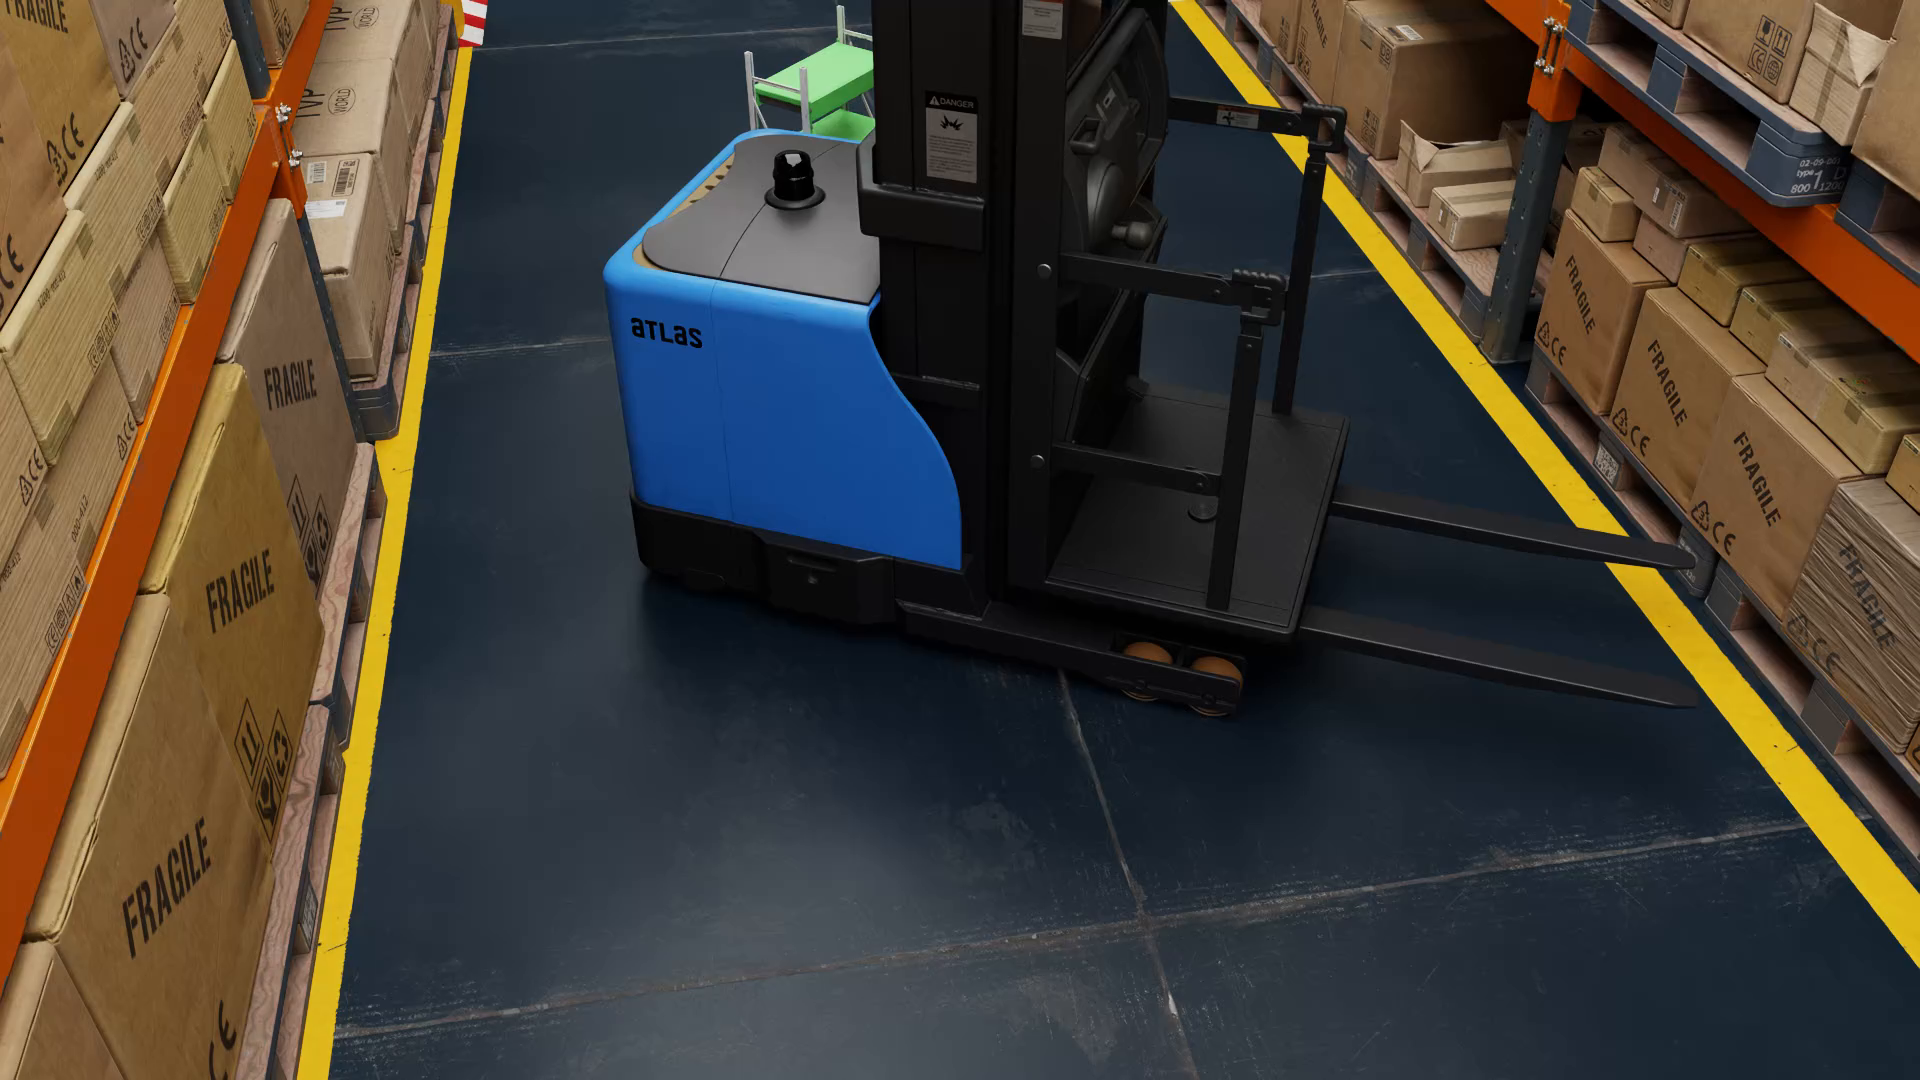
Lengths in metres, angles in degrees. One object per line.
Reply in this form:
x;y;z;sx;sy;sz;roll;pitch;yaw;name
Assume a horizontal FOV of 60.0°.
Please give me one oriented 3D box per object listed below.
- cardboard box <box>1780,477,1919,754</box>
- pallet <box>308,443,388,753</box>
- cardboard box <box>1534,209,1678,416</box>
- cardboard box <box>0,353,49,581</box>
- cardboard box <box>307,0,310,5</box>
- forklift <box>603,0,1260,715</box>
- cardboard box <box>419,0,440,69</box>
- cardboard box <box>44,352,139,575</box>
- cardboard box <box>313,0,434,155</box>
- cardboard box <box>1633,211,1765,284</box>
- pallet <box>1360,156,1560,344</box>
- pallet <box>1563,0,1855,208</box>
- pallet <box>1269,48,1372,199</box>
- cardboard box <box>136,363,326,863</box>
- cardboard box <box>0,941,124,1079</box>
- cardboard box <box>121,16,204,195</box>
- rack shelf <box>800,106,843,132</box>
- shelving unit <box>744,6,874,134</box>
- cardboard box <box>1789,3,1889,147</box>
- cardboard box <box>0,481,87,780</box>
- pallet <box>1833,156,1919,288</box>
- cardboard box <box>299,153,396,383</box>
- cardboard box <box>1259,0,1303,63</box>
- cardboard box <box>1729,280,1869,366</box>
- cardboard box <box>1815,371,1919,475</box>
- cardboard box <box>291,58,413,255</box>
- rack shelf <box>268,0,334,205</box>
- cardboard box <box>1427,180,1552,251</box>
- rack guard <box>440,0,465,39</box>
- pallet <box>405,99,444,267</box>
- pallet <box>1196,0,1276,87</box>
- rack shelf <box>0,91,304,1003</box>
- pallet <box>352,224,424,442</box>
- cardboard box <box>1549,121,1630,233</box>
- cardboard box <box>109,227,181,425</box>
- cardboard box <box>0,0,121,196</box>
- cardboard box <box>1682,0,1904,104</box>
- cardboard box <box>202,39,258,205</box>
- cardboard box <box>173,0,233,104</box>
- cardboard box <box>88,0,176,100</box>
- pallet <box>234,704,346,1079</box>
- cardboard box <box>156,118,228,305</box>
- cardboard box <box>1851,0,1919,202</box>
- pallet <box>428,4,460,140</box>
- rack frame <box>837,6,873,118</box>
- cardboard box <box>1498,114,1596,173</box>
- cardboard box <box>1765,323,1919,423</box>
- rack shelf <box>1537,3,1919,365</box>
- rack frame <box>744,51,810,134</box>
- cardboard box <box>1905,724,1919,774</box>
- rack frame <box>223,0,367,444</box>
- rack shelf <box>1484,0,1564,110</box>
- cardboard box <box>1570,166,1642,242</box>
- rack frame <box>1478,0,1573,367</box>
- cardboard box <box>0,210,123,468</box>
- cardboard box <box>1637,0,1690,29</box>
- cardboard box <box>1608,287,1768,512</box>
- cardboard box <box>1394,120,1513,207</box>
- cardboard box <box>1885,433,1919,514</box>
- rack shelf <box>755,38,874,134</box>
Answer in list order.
2.555;0.167;4.286;0.500;0.500;0.500;-8;38;-10;cardboard box
-2.256;0.188;4.836;1.003;0.211;1.213;-6;38;-8;pallet
2.284;-0.770;5.491;0.500;0.500;0.500;-5;38;-6;cardboard box
-1.775;-0.041;2.572;0.500;0.250;0.500;-6;38;-8;cardboard box
-2.374;-2.027;5.332;0.500;0.500;0.500;-6;38;-8;cardboard box
0.592;-1.036;4.194;3.031;2.935;1.130;12;39;14;forklift
-2.953;-2.553;7.838;0.875;0.438;0.875;-7;38;-9;cardboard box
-1.886;-0.142;3.110;0.500;0.250;0.500;-6;38;-8;cardboard box
-2.784;-2.001;7.127;0.875;0.438;0.875;-5;38;-7;cardboard box
2.346;-0.938;5.179;0.380;0.149;0.250;-7;38;-9;cardboard box
2.301;-1.221;6.650;1.003;0.211;1.213;-6;38;-8;pallet
2.453;-1.337;4.683;1.003;0.211;1.213;-6;38;-8;pallet
2.084;-1.959;7.600;1.003;0.211;1.213;-6;38;-8;pallet
-2.112;0.213;3.921;0.875;0.875;0.875;-5;38;-7;cardboard box
-1.804;1.292;2.532;0.875;0.875;0.875;-7;38;-8;cardboard box
-2.054;-0.968;3.766;0.500;0.250;0.500;-5;38;-7;cardboard box
-0.447;-1.303;5.662;0.258;0.148;0.480;22;43;26;rack shelf
-0.447;-1.163;5.770;0.258;1.200;0.503;22;43;26;shelving unit
2.286;-1.140;4.039;0.396;0.266;0.258;-4;38;-6;cardboard box
-1.796;0.156;2.727;0.500;0.250;0.500;-5;38;-6;cardboard box
2.776;-0.590;3.720;1.003;0.211;1.213;-6;38;-8;pallet
-2.470;-0.916;5.730;0.875;0.438;0.875;-7;38;-9;cardboard box
1.845;-2.602;7.849;0.700;0.500;0.500;-5;38;-6;cardboard box
2.464;-0.620;4.770;0.380;0.149;0.250;-7;38;-9;cardboard box
2.512;-0.315;4.377;0.380;0.149;0.250;-5;38;-6;cardboard box
-2.628;-1.457;6.426;0.875;0.438;0.875;-7;38;-9;cardboard box
-2.816;-2.295;6.346;1.077;0.370;4.000;-6;38;-8;rack shelf
2.034;-1.252;6.398;0.380;0.149;0.250;-7;38;-9;cardboard box
-3.171;-2.815;8.465;1.175;0.500;0.348;-6;38;-8;rack guard
-2.739;-1.476;6.978;1.003;0.211;1.213;-6;38;-8;pallet
1.873;-2.695;8.547;1.003;0.211;1.213;-6;38;-8;pallet
-2.115;0.121;3.236;1.077;0.370;4.000;-6;38;-8;rack shelf
-2.522;-0.738;6.028;1.003;0.211;1.213;-6;38;-8;pallet
2.537;-1.436;6.503;0.500;0.311;0.500;-5;38;-6;cardboard box
-1.981;-0.454;3.511;0.500;0.250;0.500;-7;38;-9;cardboard box
-1.973;-0.943;3.122;0.500;0.500;0.500;-5;38;-7;cardboard box
2.376;-1.484;4.291;0.700;0.500;0.500;-6;38;-7;cardboard box
-2.139;-1.068;4.302;0.500;0.250;0.500;-7;38;-9;cardboard box
-2.149;-1.269;4.154;0.500;0.250;0.500;-6;38;-8;cardboard box
-2.042;-1.251;3.519;0.500;0.500;0.500;-6;38;-7;cardboard box
-2.039;0.926;3.886;1.003;0.211;1.213;-6;38;-8;pallet
-2.051;-0.760;3.906;0.500;0.250;0.500;-7;38;-9;cardboard box
2.513;-1.010;3.681;0.700;0.500;0.500;-6;38;-8;cardboard box
-2.950;-2.211;7.925;1.003;0.211;1.213;-6;38;-8;pallet
-0.312;-1.288;5.930;0.240;1.200;0.015;22;43;26;rack frame
2.461;-1.634;6.889;0.380;0.149;0.250;-7;38;-9;cardboard box
2.471;-0.465;4.570;0.380;0.149;0.250;-6;38;-8;cardboard box
2.771;-0.415;3.926;1.077;0.370;4.000;-6;38;-8;rack shelf
-0.582;-1.039;5.609;0.240;1.200;0.015;22;43;26;rack frame
2.664;0.478;3.884;0.500;0.500;0.500;-5;38;-6;cardboard box
-2.466;-1.371;4.570;1.000;3.000;0.127;-6;38;-8;rack frame
2.070;-2.831;7.036;1.077;0.370;4.000;-6;38;-8;rack shelf
2.221;-1.097;5.383;0.380;0.149;0.250;-5;38;-6;cardboard box
2.420;-1.907;5.260;1.000;3.000;0.127;-6;38;-8;rack frame
-1.851;-0.348;2.968;0.500;0.250;0.500;-6;38;-7;cardboard box
2.285;-1.796;4.694;0.700;0.500;0.500;-5;38;-7;cardboard box
2.387;-0.449;5.078;0.500;0.500;0.500;-7;38;-9;cardboard box
1.971;-1.514;6.640;0.396;0.266;0.258;-5;38;-6;cardboard box
2.588;-0.155;4.171;0.380;0.149;0.250;-6;38;-8;cardboard box
-0.447;-1.492;5.514;0.258;0.148;0.480;22;43;26;rack shelf
